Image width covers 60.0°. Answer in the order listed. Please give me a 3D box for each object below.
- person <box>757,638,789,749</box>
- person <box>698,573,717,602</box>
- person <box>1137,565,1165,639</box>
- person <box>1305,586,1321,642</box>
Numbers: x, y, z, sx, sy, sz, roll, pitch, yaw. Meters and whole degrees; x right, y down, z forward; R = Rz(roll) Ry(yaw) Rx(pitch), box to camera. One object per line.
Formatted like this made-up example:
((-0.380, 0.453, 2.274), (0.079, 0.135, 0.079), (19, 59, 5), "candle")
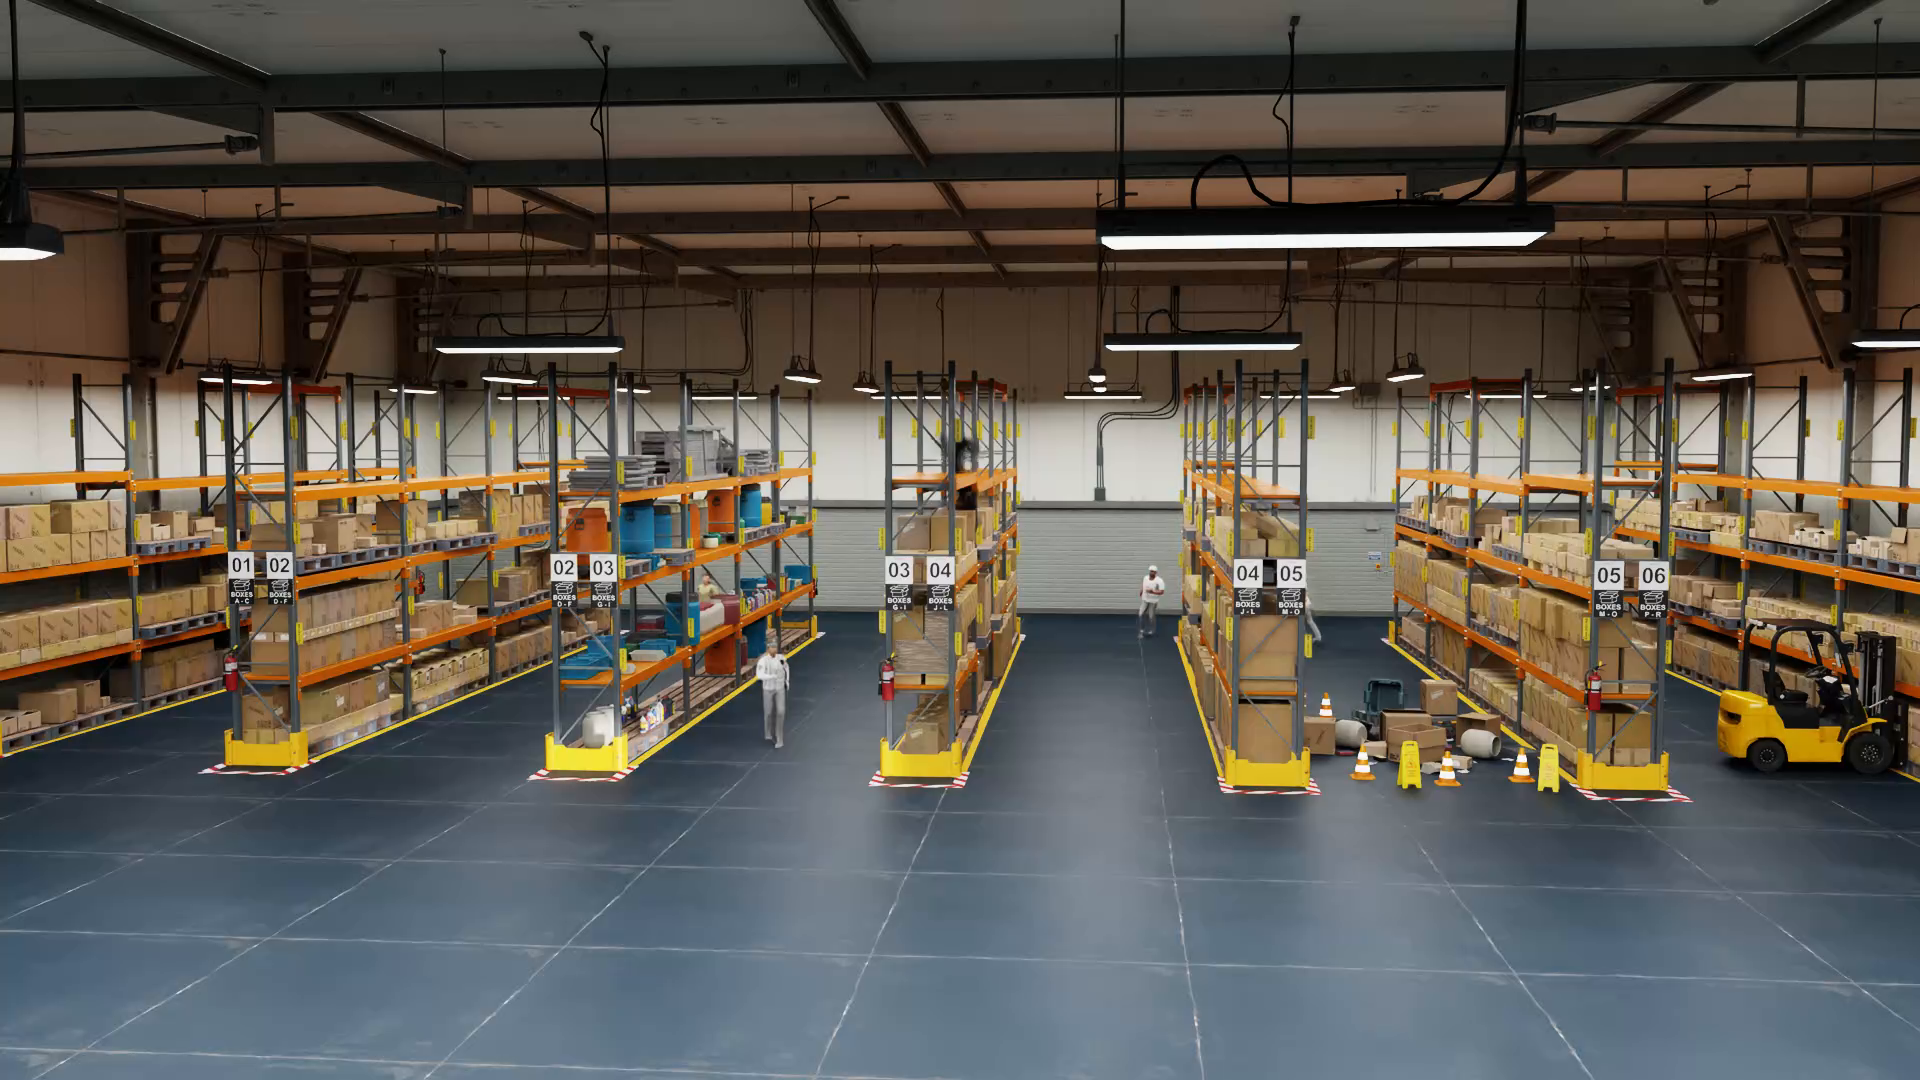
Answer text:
((-2.973, 2.418, 26.449), (0.553, 1.748, 0.830), (-1, 4, -13), "person")
((-5.920, 1.610, 38.880), (0.559, 1.679, 0.673), (1, 4, 10), "person")
((4.662, 1.511, 40.165), (0.690, 1.820, 0.697), (2, 4, 33), "person")
((7.994, 1.571, 38.976), (0.998, 1.750, 0.703), (3, 5, 41), "person")
